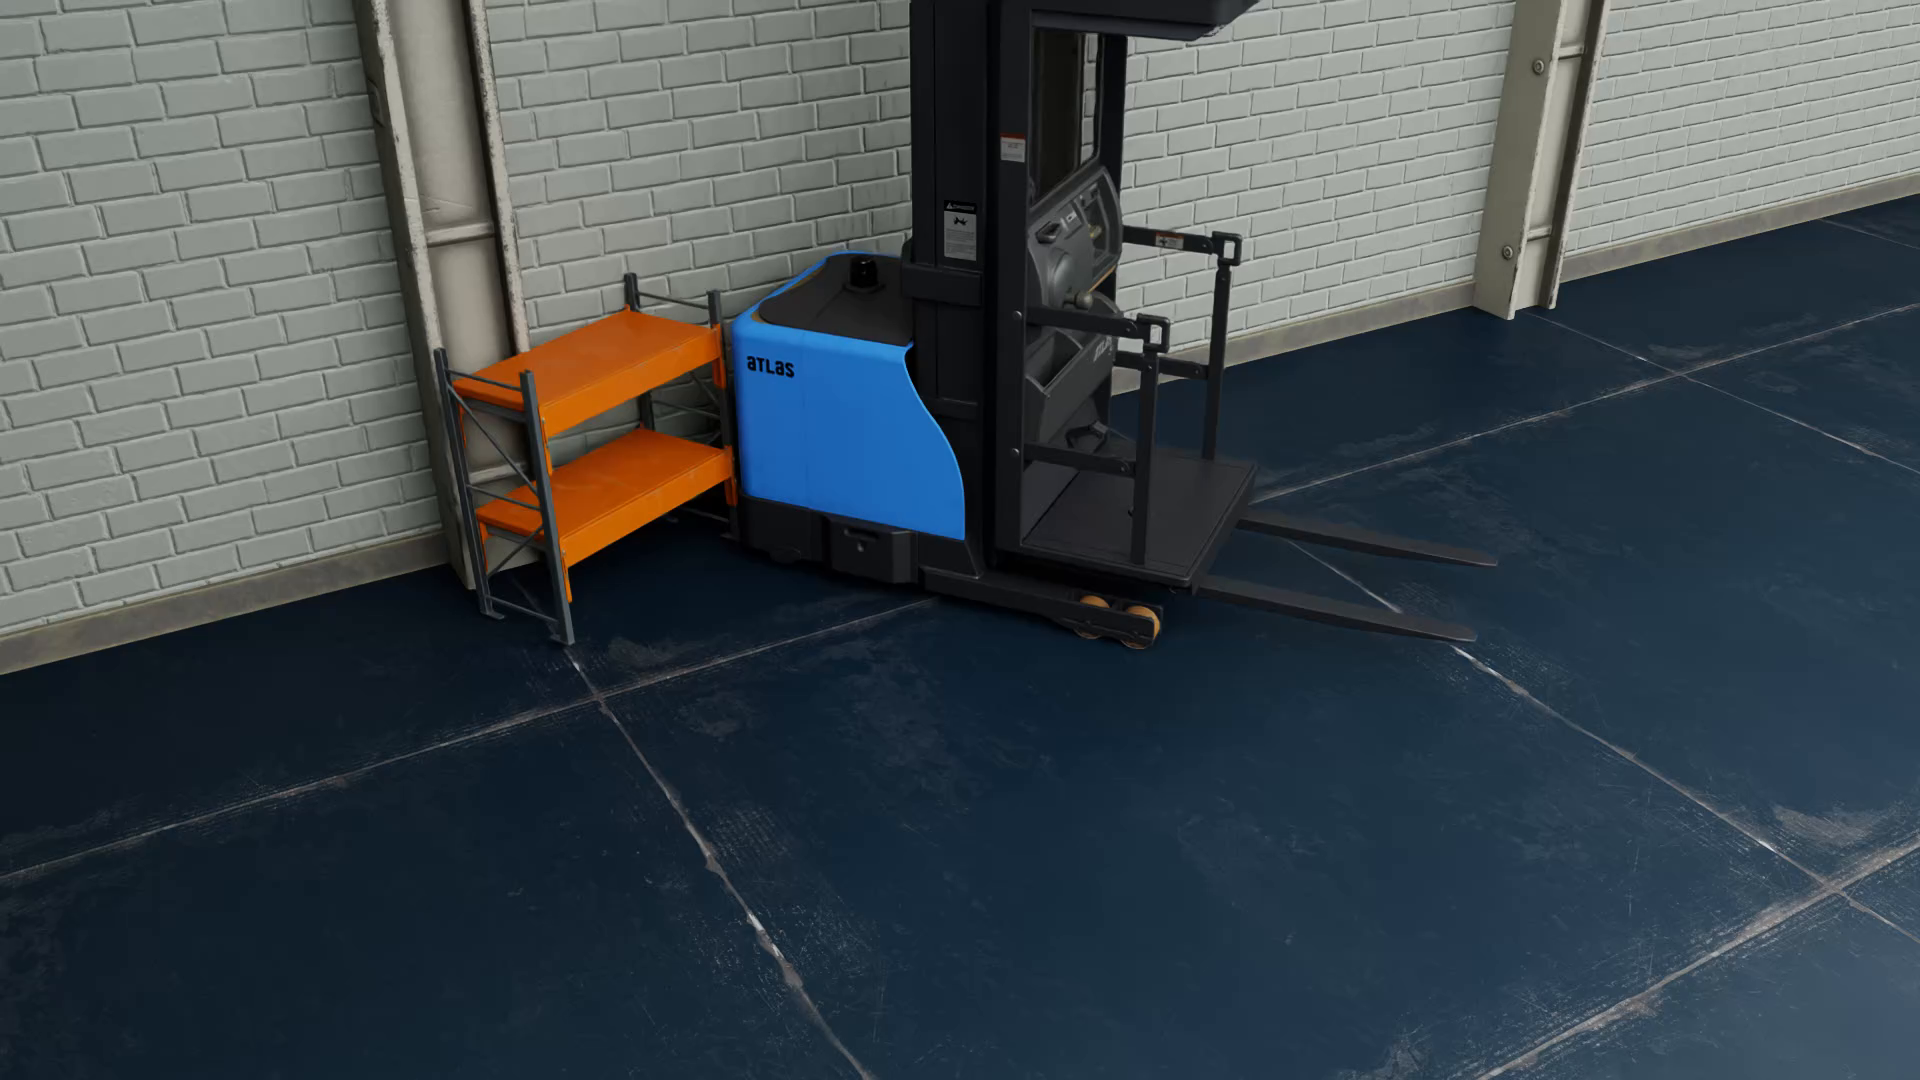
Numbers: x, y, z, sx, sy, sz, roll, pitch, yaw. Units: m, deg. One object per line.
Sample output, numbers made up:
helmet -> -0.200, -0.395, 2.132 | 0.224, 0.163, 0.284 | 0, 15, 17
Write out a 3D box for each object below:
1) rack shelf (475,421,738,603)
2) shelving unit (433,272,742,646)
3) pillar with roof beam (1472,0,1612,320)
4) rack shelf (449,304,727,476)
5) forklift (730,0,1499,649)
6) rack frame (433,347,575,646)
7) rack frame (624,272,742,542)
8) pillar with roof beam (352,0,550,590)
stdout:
rack shelf -> -1.441, -0.137, 6.805 | 0.538, 0.278, 1.000 | 16, 32, 30
shelving unit -> -1.448, -0.355, 6.693 | 0.538, 1.125, 1.048 | 16, 32, 30
pillar with roof beam -> 5.413, -3.520, 4.315 | 0.400, 9.000, 9.100 | -16, 33, -26
rack shelf -> -1.456, -0.615, 6.560 | 0.538, 0.278, 1.000 | 16, 32, 30
forklift -> 0.631, -1.150, 6.300 | 3.031, 2.935, 1.130 | 12, 31, 20
rack frame -> -1.728, -0.155, 6.319 | 0.500, 1.125, 0.032 | 16, 32, 30
rack frame -> -1.168, -0.555, 7.067 | 0.500, 1.125, 0.032 | 16, 32, 30
pillar with roof beam -> 0.240, -2.051, 1.654 | 0.400, 9.000, 9.100 | -16, 33, -26
